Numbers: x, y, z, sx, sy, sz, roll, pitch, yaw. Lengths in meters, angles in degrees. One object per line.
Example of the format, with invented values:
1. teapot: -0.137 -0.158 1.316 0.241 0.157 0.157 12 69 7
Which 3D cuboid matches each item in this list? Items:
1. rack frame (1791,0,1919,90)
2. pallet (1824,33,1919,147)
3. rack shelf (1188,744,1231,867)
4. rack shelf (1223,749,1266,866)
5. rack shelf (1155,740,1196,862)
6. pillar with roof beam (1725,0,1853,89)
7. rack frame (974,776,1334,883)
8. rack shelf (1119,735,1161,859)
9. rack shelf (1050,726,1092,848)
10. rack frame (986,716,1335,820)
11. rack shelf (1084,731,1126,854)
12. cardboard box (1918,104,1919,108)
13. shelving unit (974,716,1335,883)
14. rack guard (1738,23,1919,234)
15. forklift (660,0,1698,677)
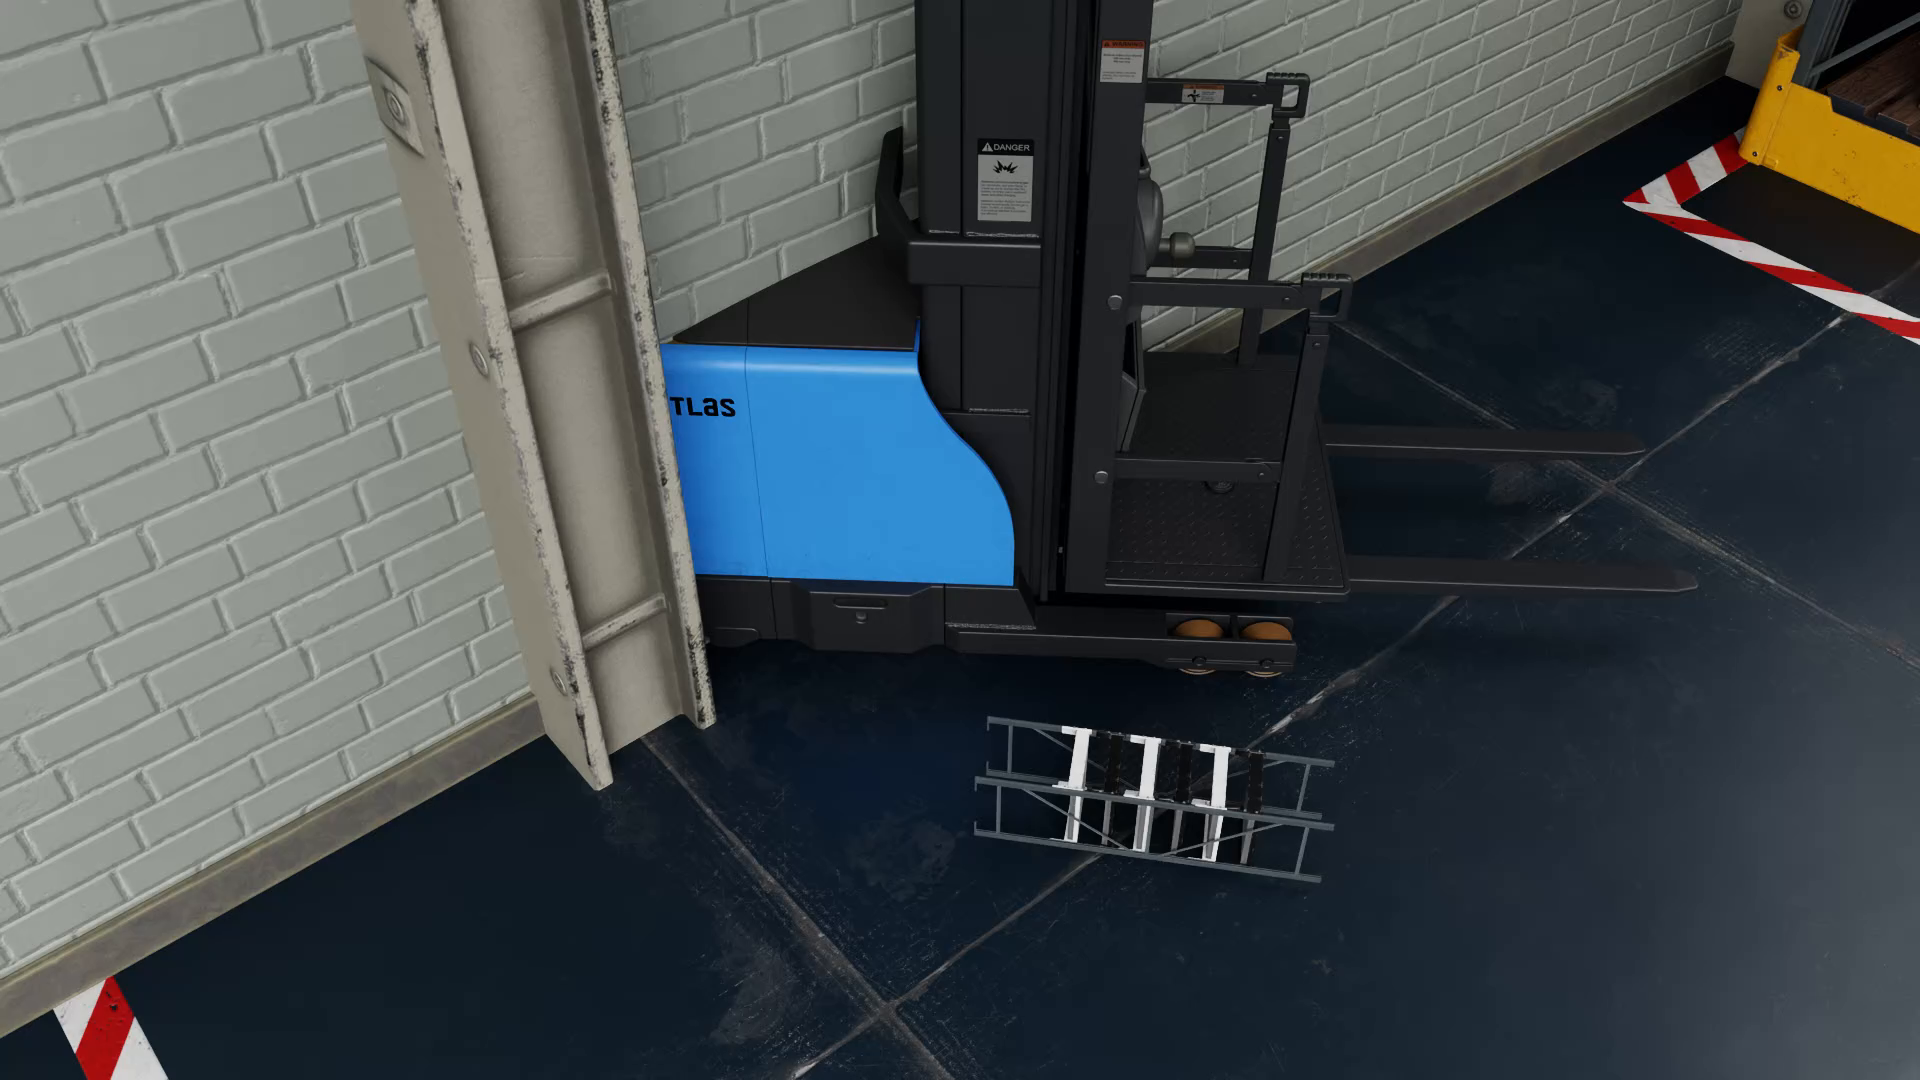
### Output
1. rack frame: 3.685 -2.450 5.668 0.127 3.000 1.000 -30 51 -28
2. pallet: 4.389 -1.806 7.018 1.213 0.211 1.003 -30 51 -28
3. rack shelf: 0.643 0.688 4.302 0.077 0.258 0.200 7 44 7
4. rack shelf: 0.732 0.699 4.291 0.077 0.258 0.200 7 44 7
5. rack shelf: 0.554 0.678 4.313 0.077 0.258 0.200 7 44 7
6. pillar with roof beam: 6.429 -3.138 2.018 0.400 9.000 9.100 -30 51 -28
7. rack frame: 0.482 0.740 4.247 0.900 0.240 0.006 7 44 7
8. rack shelf: 0.466 0.668 4.324 0.077 0.258 0.200 7 44 7
9. rack shelf: 0.288 0.647 4.346 0.077 0.258 0.200 7 44 7
10. rack frame: 0.516 0.603 4.393 0.900 0.240 0.006 7 44 7
11. rack shelf: 0.377 0.657 4.335 0.077 0.258 0.200 7 44 7
12. cardboard box: 4.274 -1.887 6.711 0.500 0.311 0.500 33 52 30
13. shelving unit: 0.499 0.671 4.320 0.900 0.258 0.210 7 44 7
14. rack guard: 3.744 -1.573 6.559 0.348 0.500 1.175 -30 51 -28
15. forklift: 0.627 -1.047 4.224 3.031 2.935 1.130 2 43 2
